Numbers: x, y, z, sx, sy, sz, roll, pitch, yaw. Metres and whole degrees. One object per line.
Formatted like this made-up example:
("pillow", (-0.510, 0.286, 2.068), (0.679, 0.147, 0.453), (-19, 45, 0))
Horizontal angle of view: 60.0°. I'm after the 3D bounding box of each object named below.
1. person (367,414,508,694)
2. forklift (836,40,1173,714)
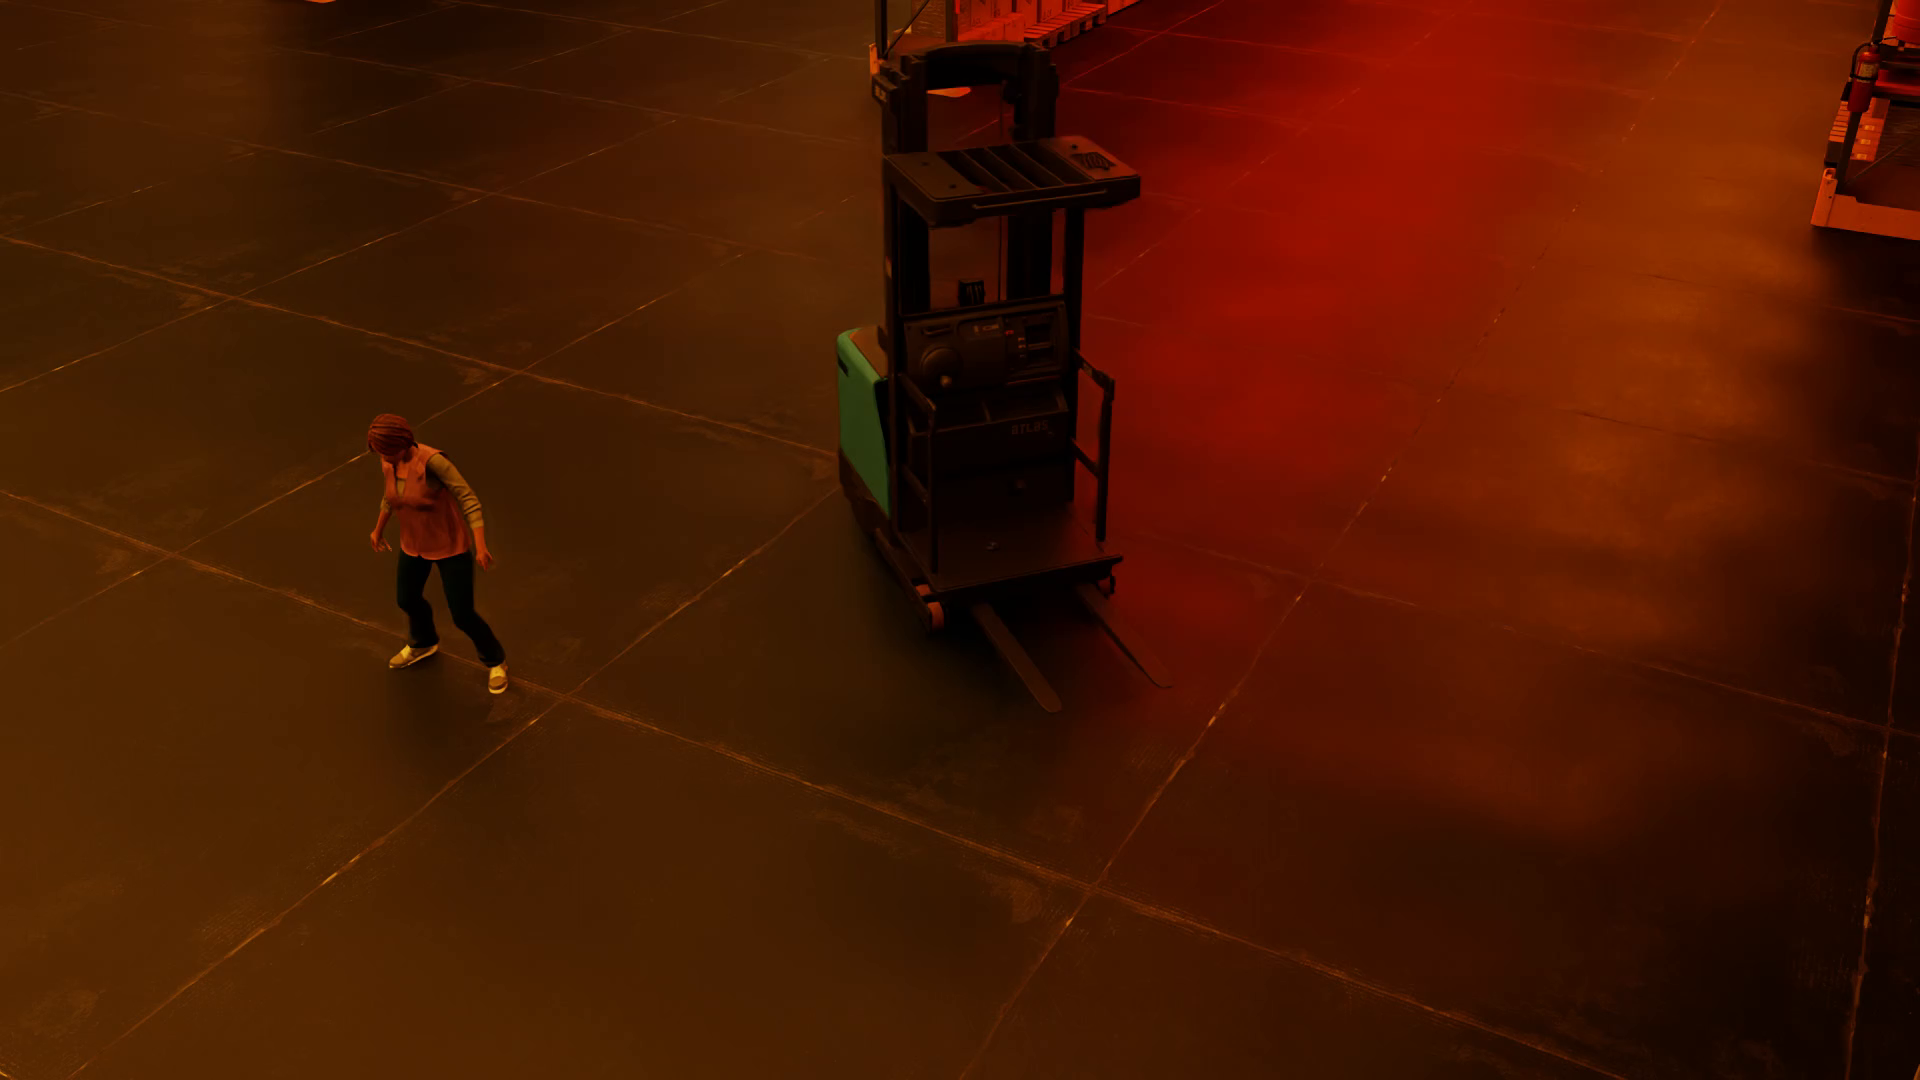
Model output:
("person", (-2.672, 0.066, 8.385), (0.788, 1.545, 0.370), (12, 32, 20))
("forklift", (0.226, -1.000, 8.804), (1.130, 2.935, 3.031), (-11, 32, -18))
